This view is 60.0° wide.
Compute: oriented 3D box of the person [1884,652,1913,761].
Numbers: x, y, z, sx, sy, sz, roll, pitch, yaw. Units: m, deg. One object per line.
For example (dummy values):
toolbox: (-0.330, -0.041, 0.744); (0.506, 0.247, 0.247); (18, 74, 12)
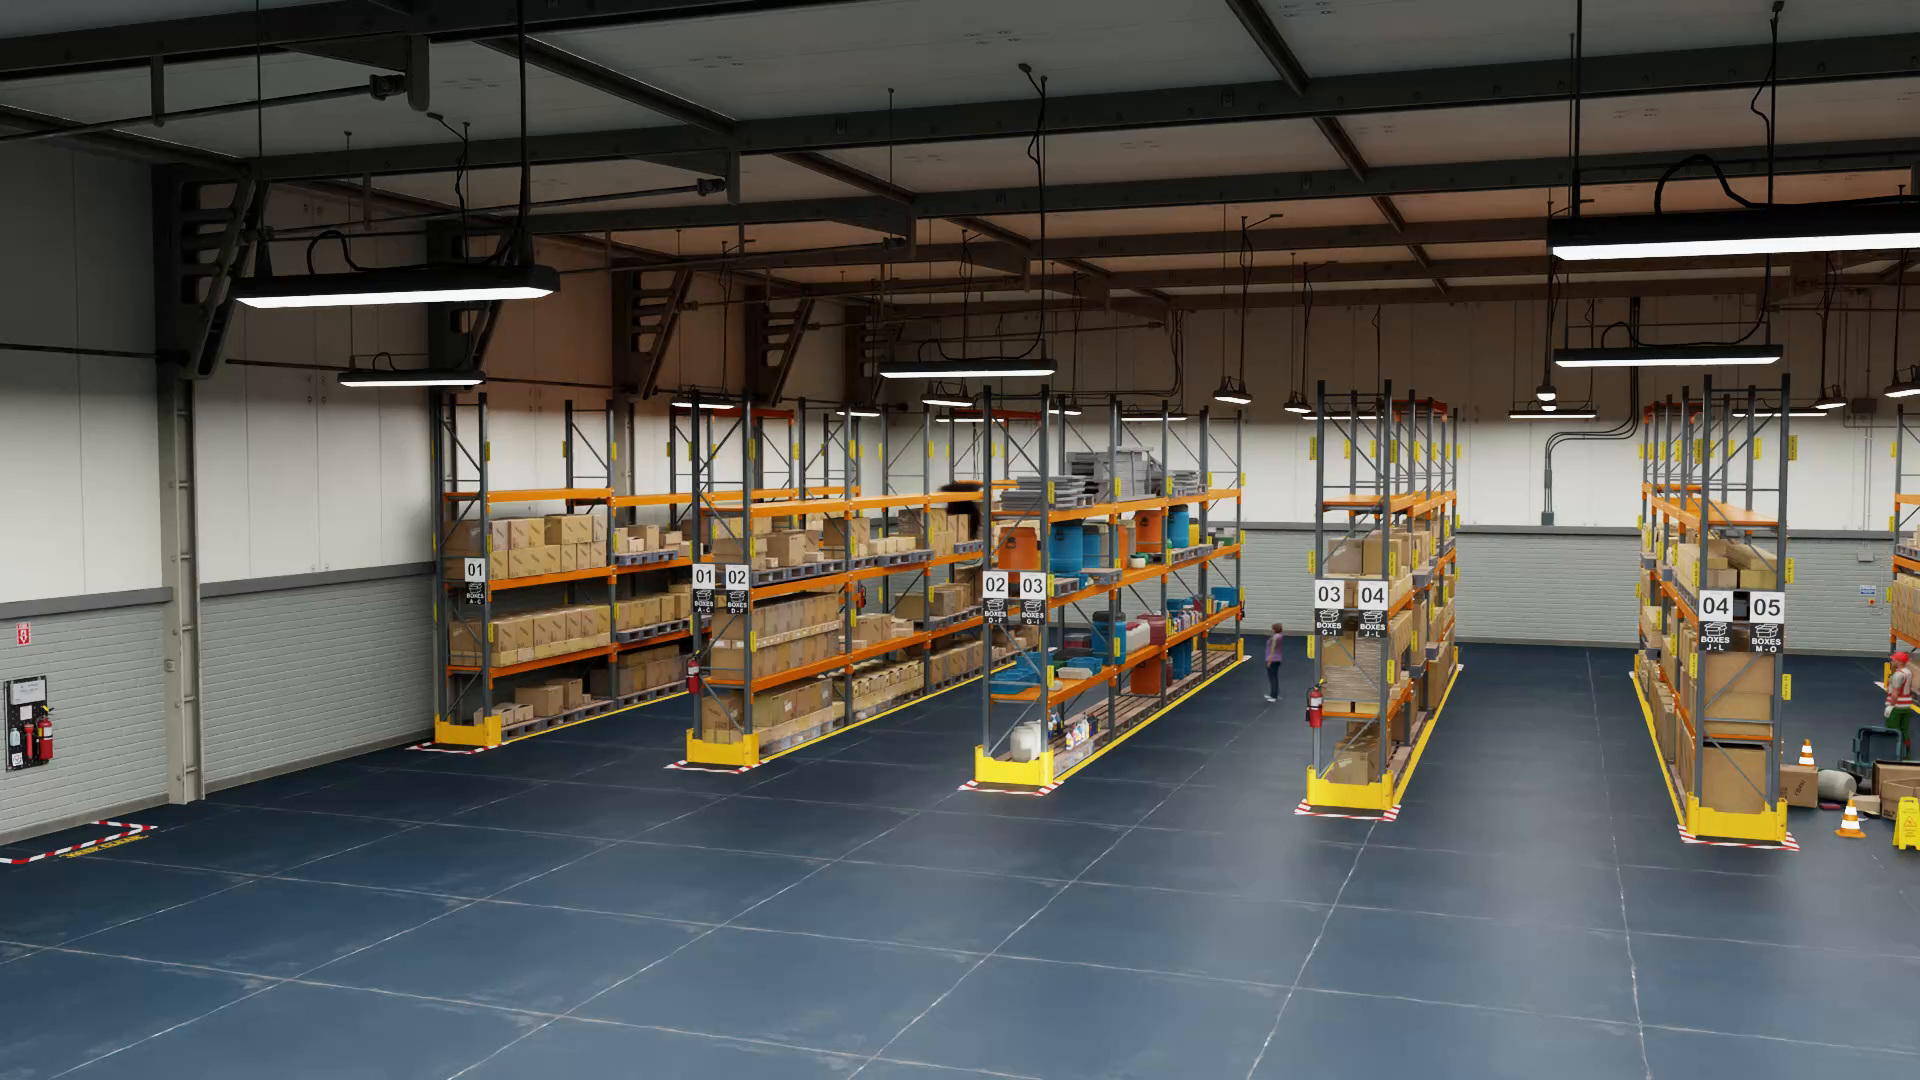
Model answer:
person: (15.050, 2.691, 26.739); (0.578, 1.798, 0.457); (-1, 3, -19)

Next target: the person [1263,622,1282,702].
person: (6.243, 2.434, 33.446); (0.515, 1.591, 0.450); (3, 4, 42)
